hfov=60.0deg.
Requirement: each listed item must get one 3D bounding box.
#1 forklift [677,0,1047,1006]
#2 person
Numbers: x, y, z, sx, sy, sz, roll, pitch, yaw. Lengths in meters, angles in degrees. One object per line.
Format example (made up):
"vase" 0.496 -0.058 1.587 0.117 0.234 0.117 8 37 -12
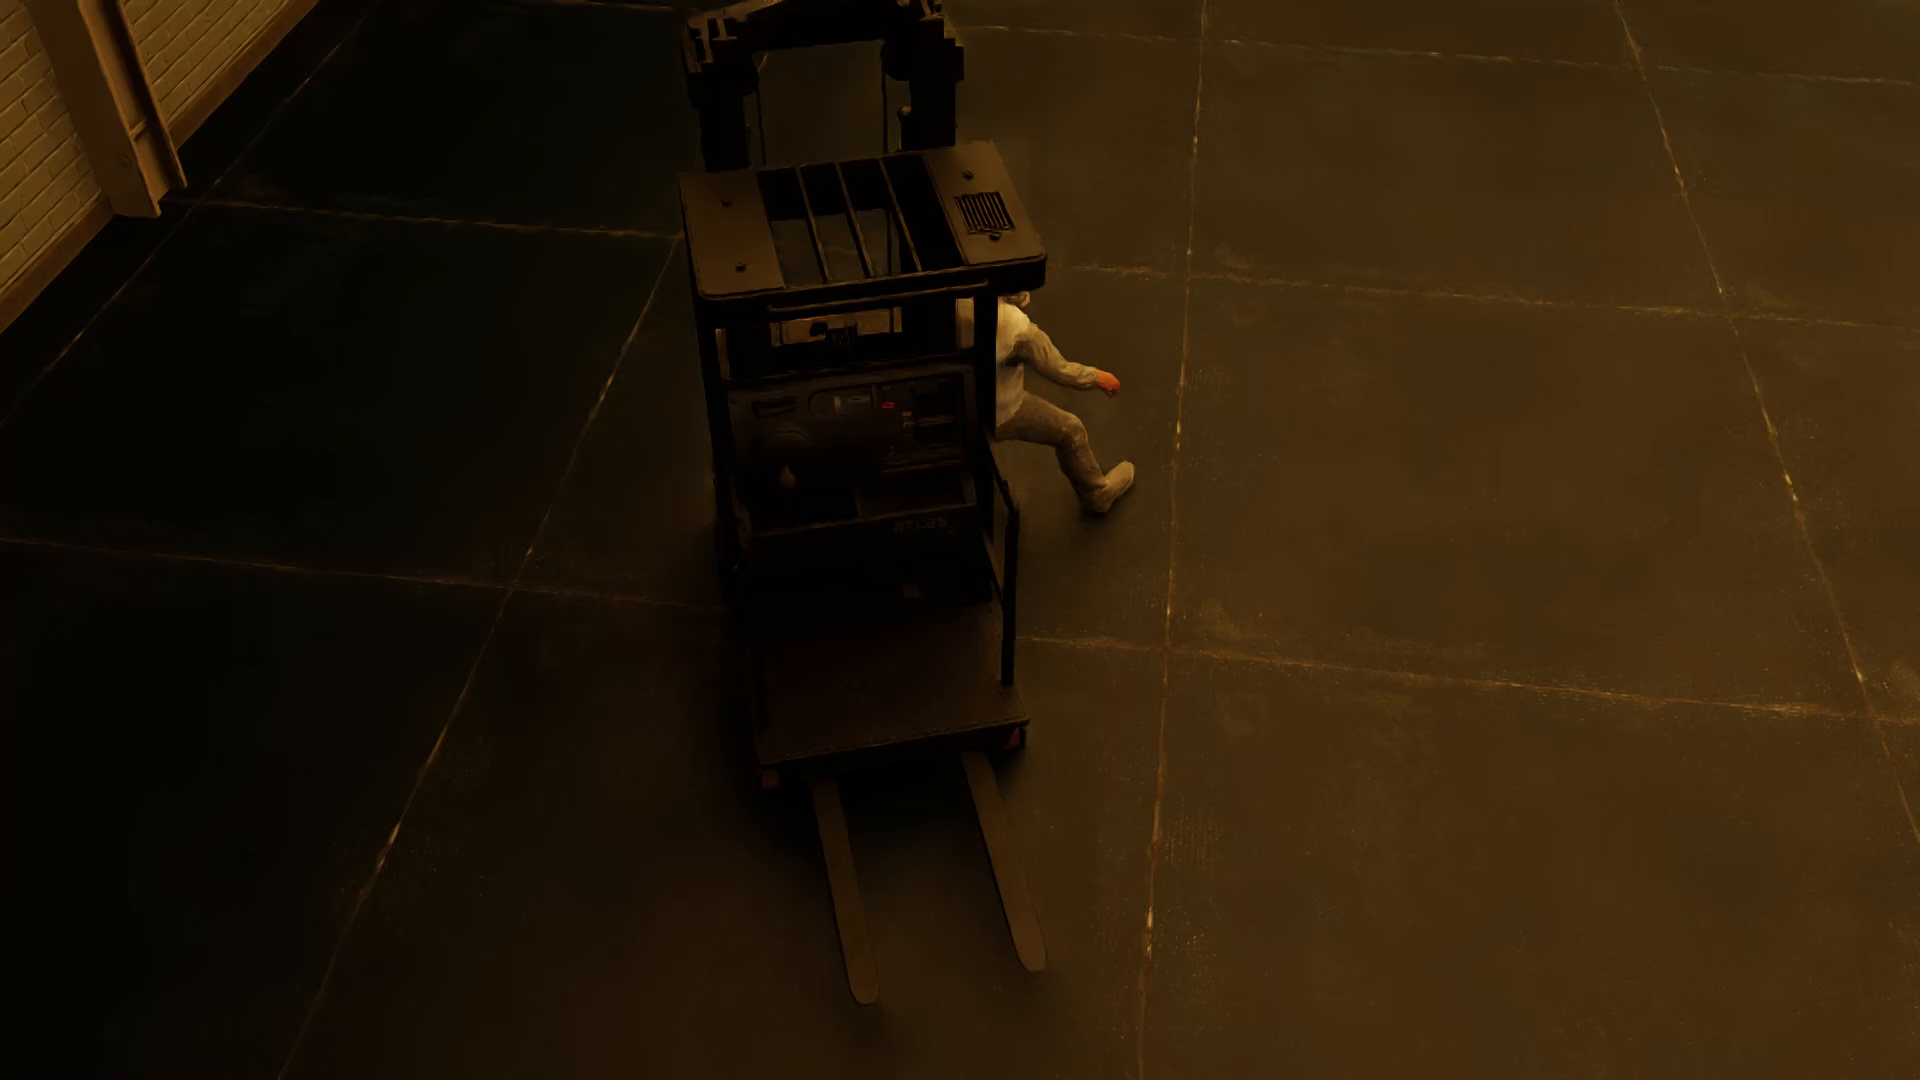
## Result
"forklift" -0.349 -0.342 6.097 1.130 2.935 3.031 -8 43 -9
"person" 0.303 -0.769 7.585 0.829 1.588 0.800 30 50 28
